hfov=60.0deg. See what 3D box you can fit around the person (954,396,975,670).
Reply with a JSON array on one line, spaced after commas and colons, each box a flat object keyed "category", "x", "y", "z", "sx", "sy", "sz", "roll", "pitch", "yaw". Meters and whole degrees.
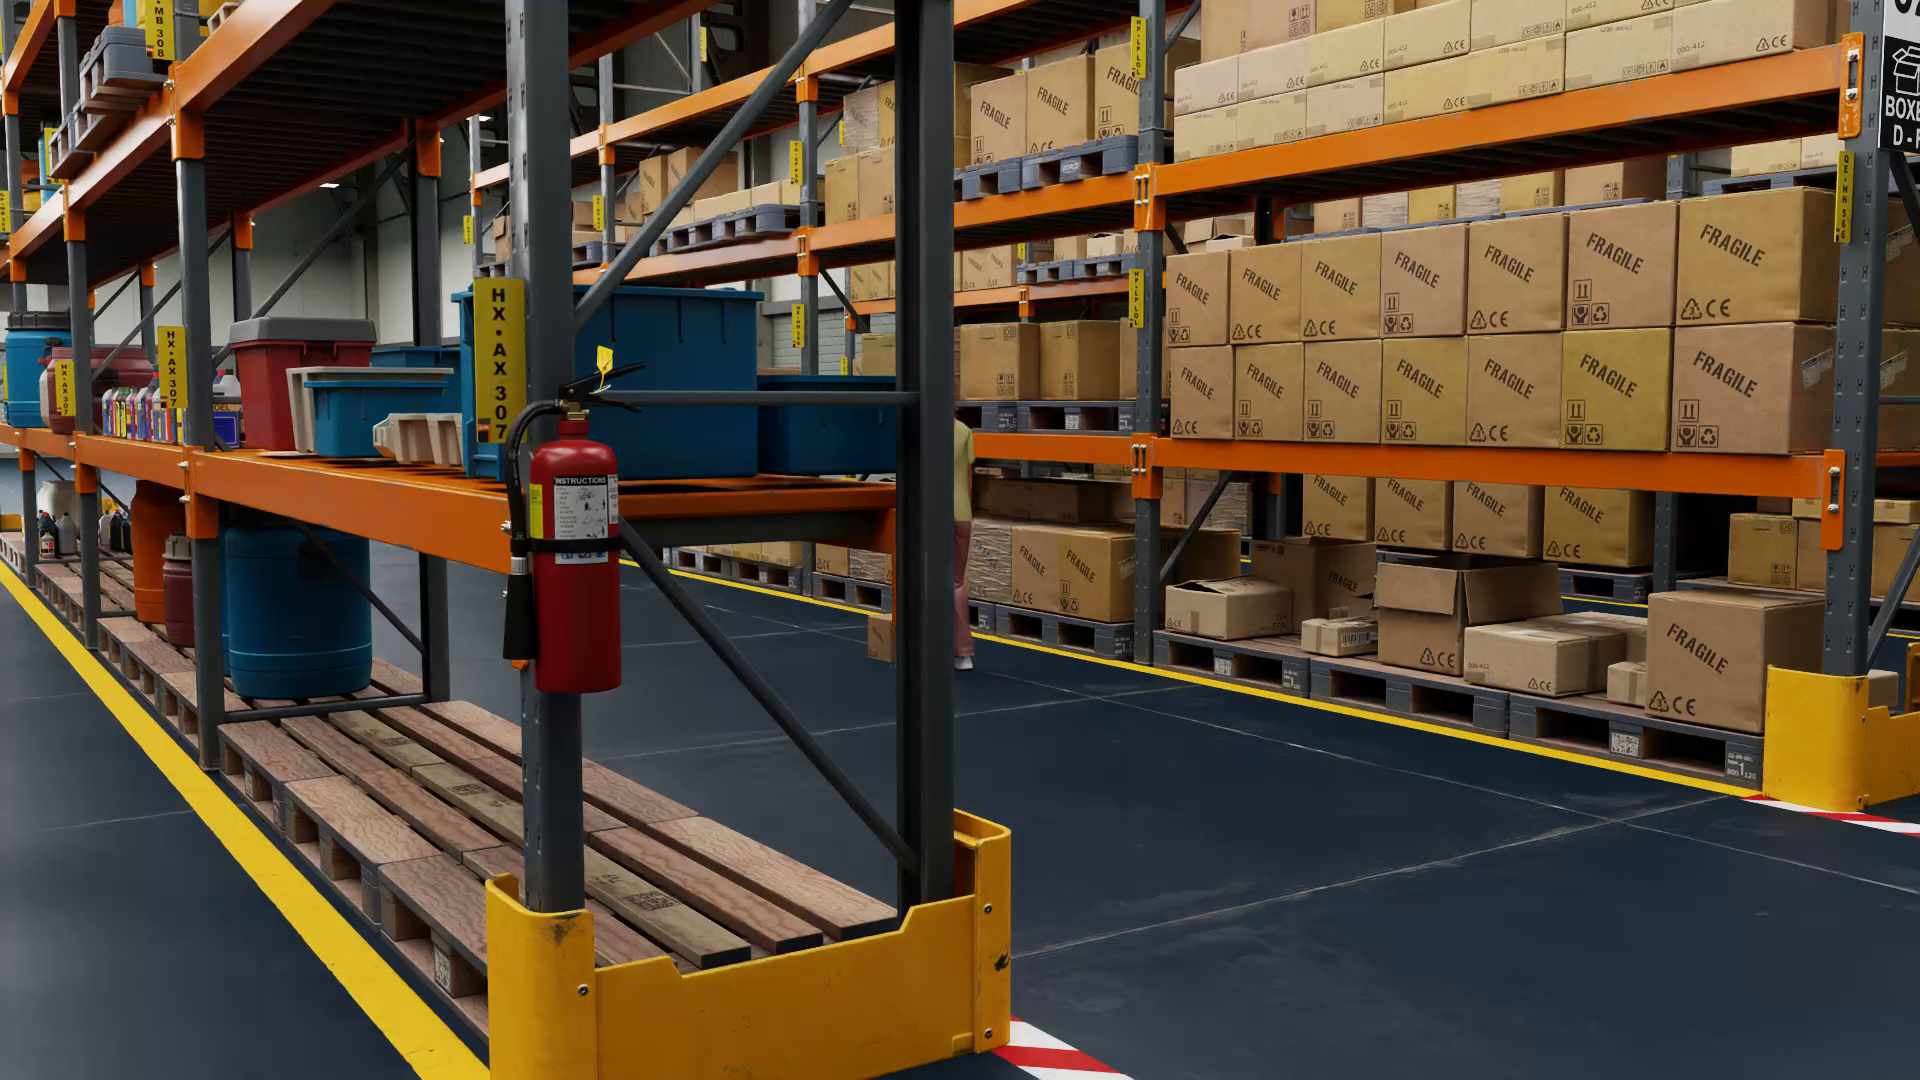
[{"category": "person", "x": -0.140, "y": -0.084, "z": 9.295, "sx": 0.463, "sy": 1.645, "sz": 0.354, "roll": -3, "pitch": 6, "yaw": -31}]
